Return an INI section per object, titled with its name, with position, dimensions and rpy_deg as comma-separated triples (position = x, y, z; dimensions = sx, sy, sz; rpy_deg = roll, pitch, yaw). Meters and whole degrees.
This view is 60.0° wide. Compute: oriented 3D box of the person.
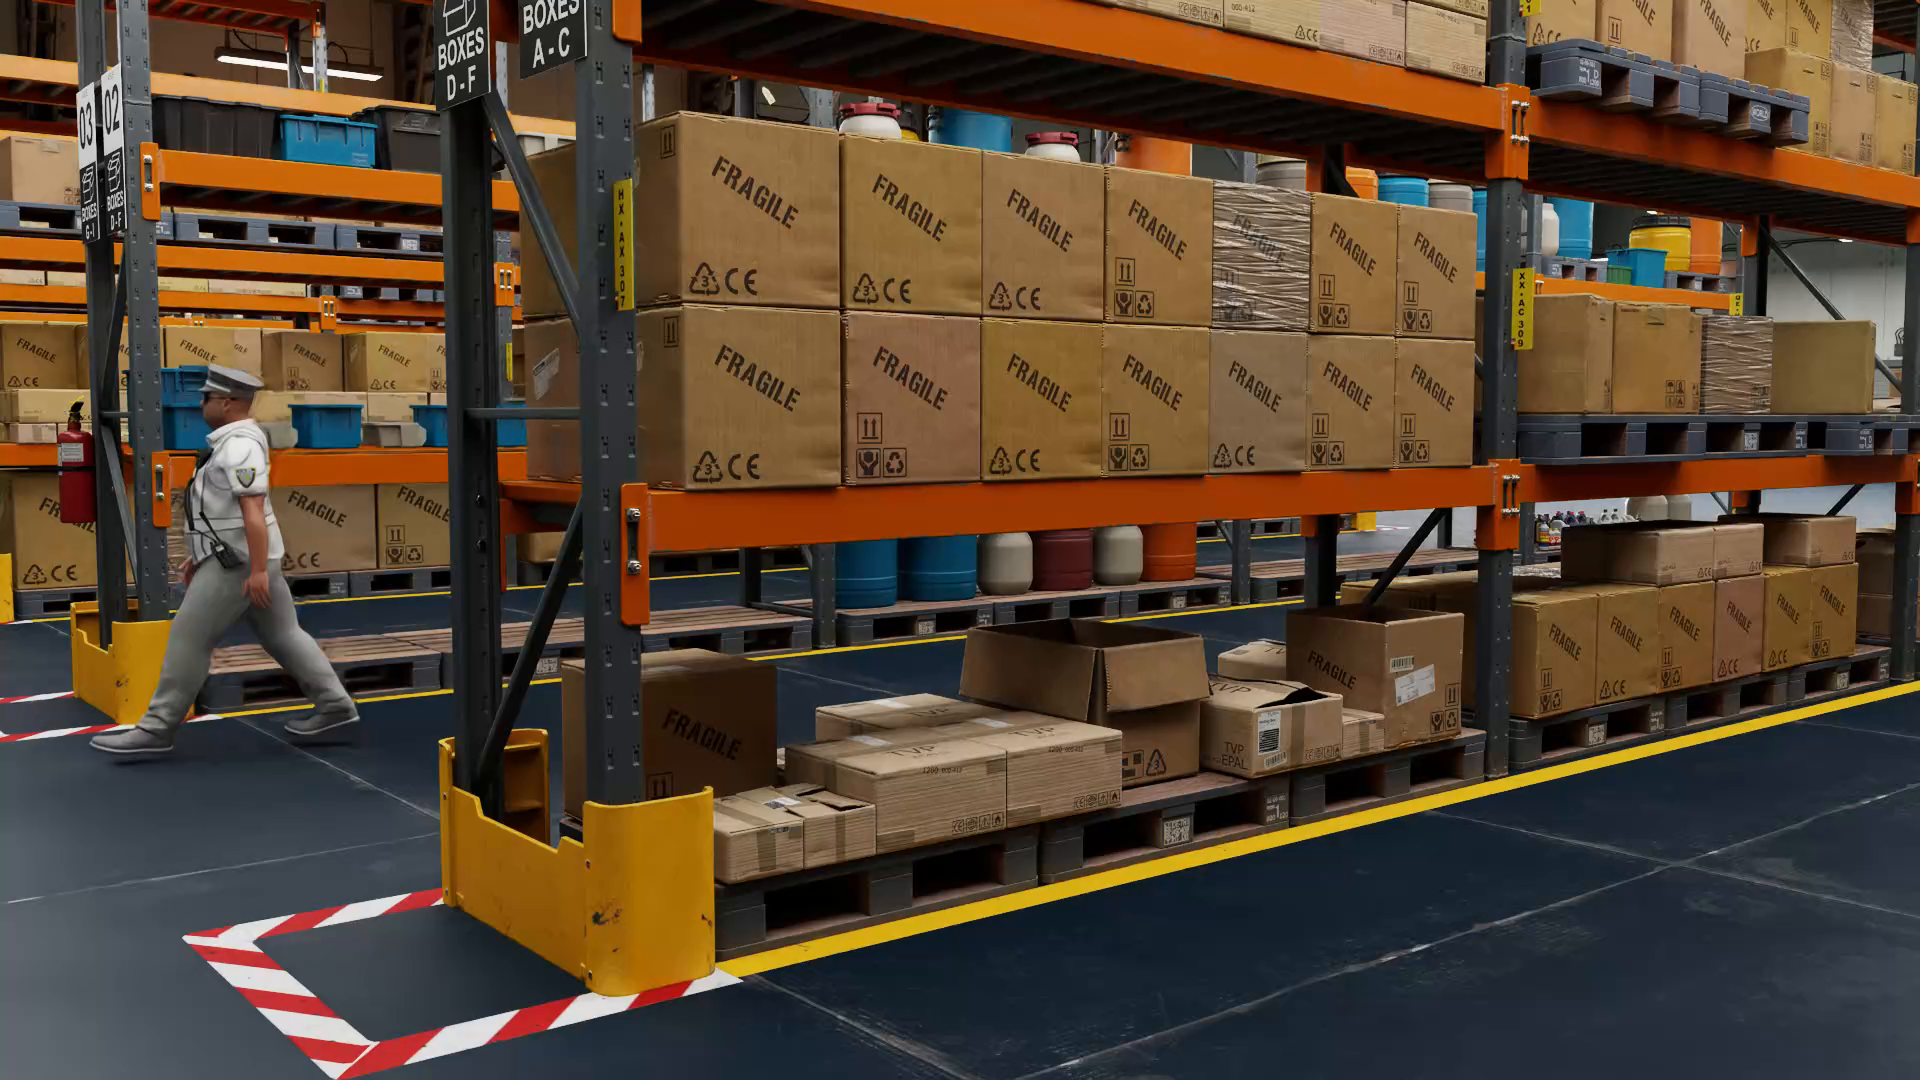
[person]
position = -3.268, 0.072, 7.387
dimensions = 1.090, 1.705, 0.595
rpy_deg = -1, 4, -16
